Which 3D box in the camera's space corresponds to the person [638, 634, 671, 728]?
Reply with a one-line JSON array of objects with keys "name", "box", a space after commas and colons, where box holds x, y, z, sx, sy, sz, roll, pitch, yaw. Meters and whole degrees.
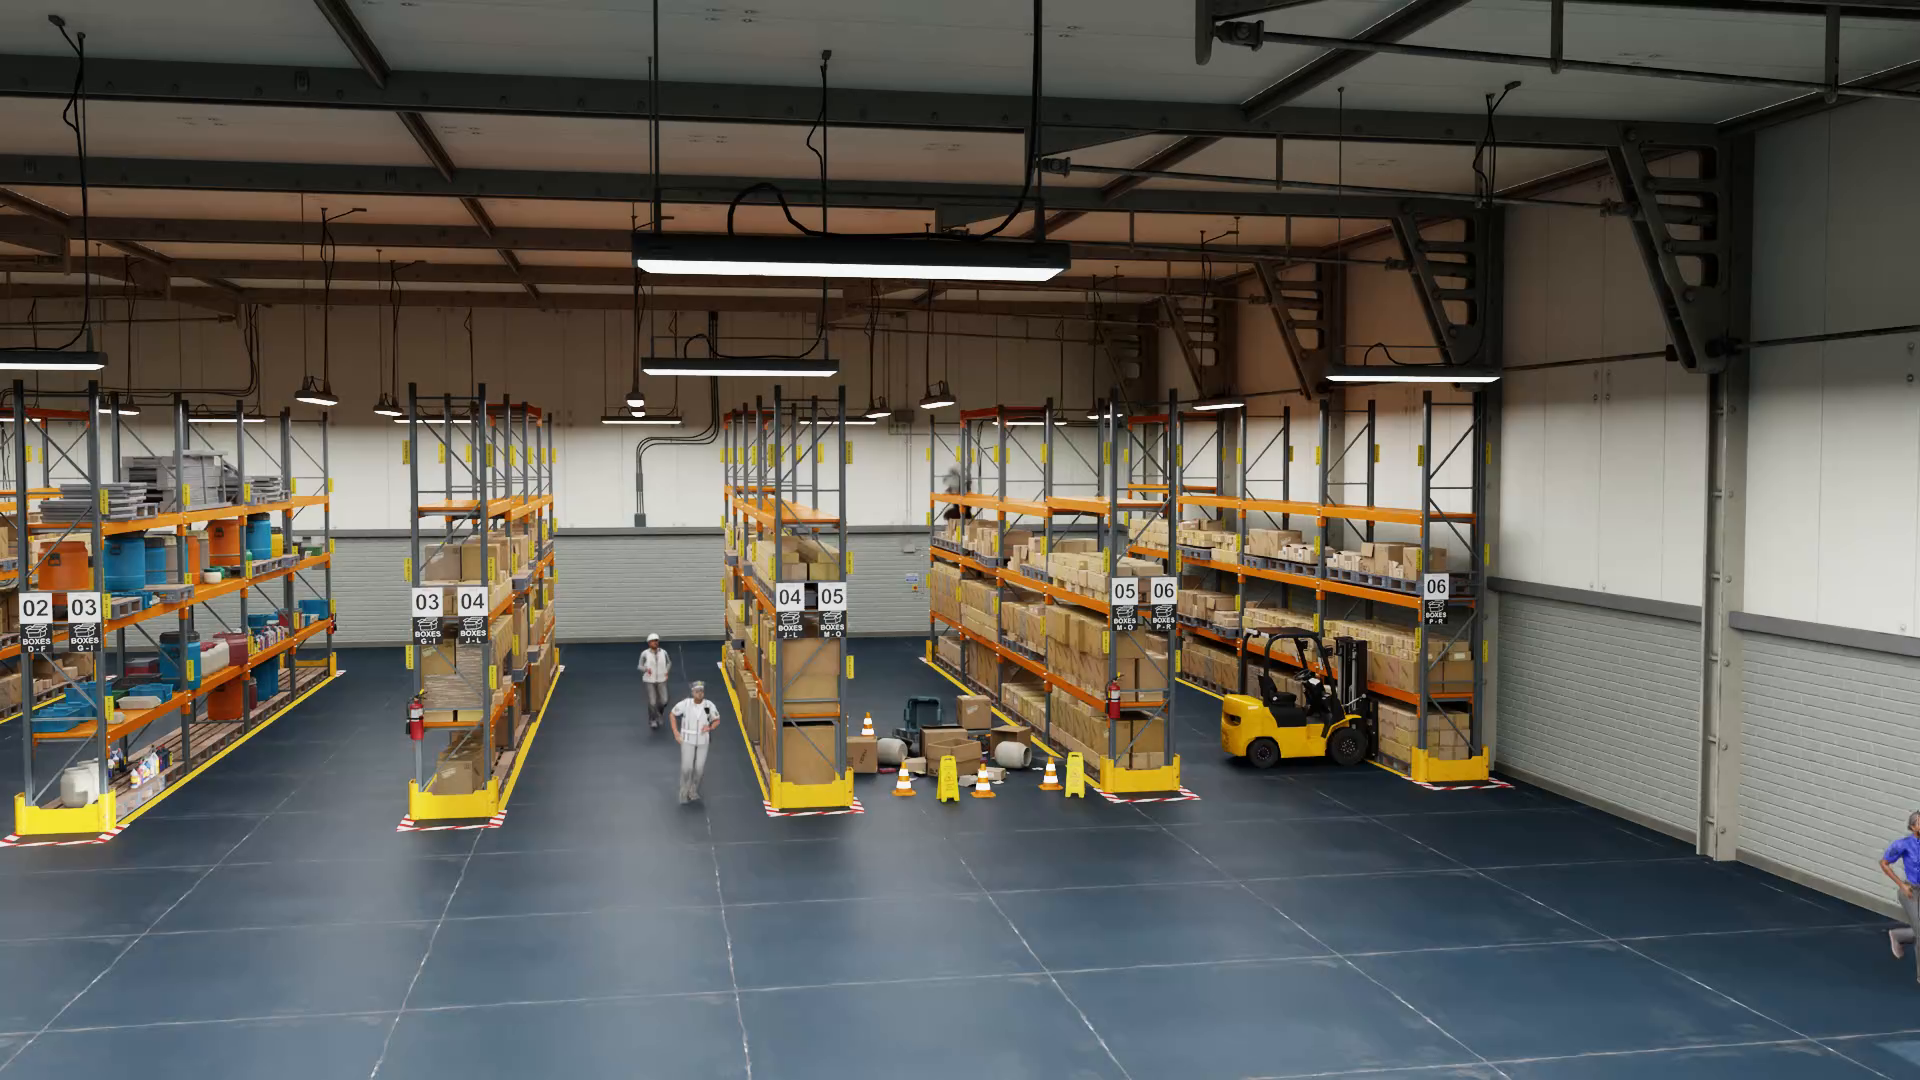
[{"name": "person", "box": [-5.557, 2.582, 30.430, 0.648, 1.727, 0.590, -1, 3, -22]}]

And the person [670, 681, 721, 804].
[{"name": "person", "box": [-3.809, 2.939, 24.012, 0.712, 1.839, 0.619, -1, 3, -18]}]

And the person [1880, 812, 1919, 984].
[{"name": "person", "box": [9.087, 3.399, 15.820, 0.577, 1.643, 0.738, -1, 3, -10]}]
